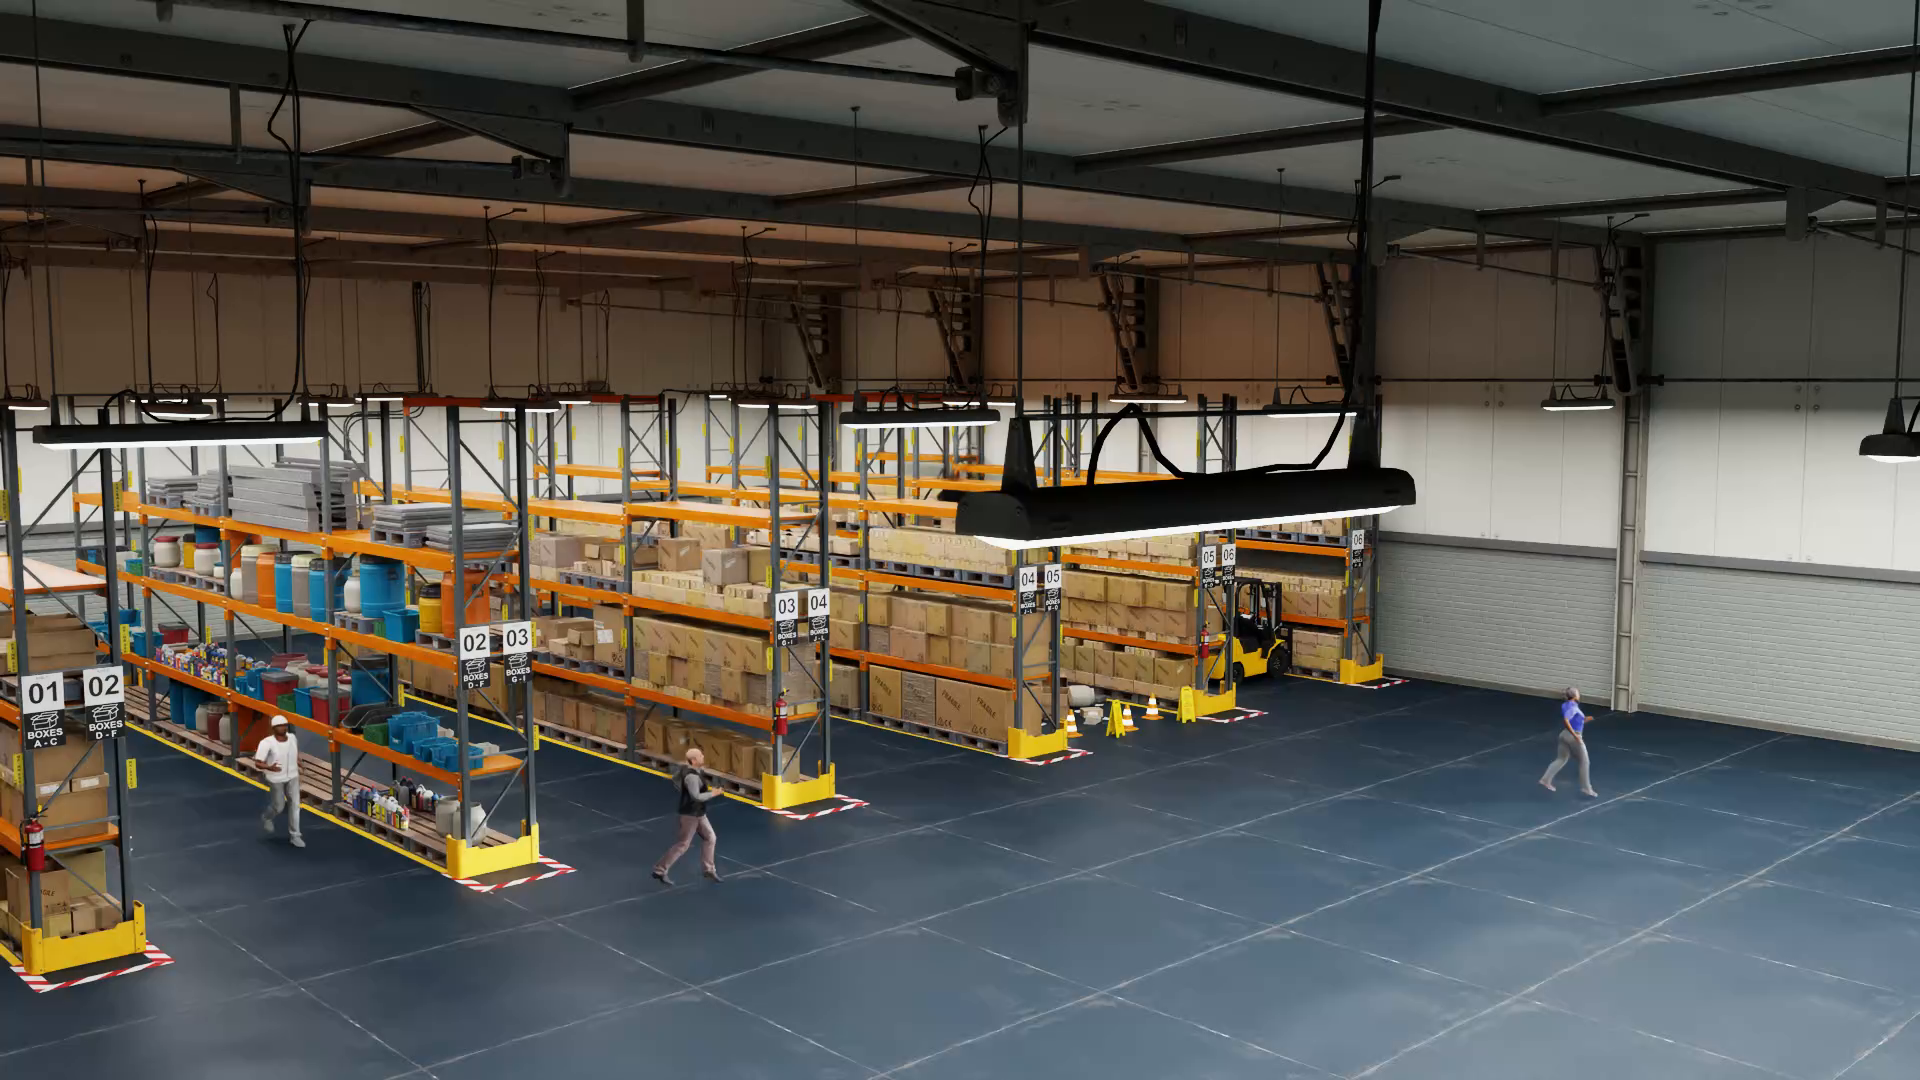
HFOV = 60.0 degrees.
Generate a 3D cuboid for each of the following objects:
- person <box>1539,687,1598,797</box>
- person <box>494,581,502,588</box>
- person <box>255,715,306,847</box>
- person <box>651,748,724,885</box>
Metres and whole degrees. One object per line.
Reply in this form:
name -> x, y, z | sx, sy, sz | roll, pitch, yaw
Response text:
person -> 9.249, 3.056, 25.200 | 0.885, 1.682, 0.562 | -1, 6, -9
person -> -11.040, 1.731, 39.736 | 0.583, 1.575, 0.628 | 3, 6, 30
person -> -9.233, 3.257, 22.644 | 0.956, 1.762, 0.700 | 5, 7, 41
person -> -3.403, 3.473, 20.757 | 0.906, 1.772, 0.663 | -1, 6, -9
